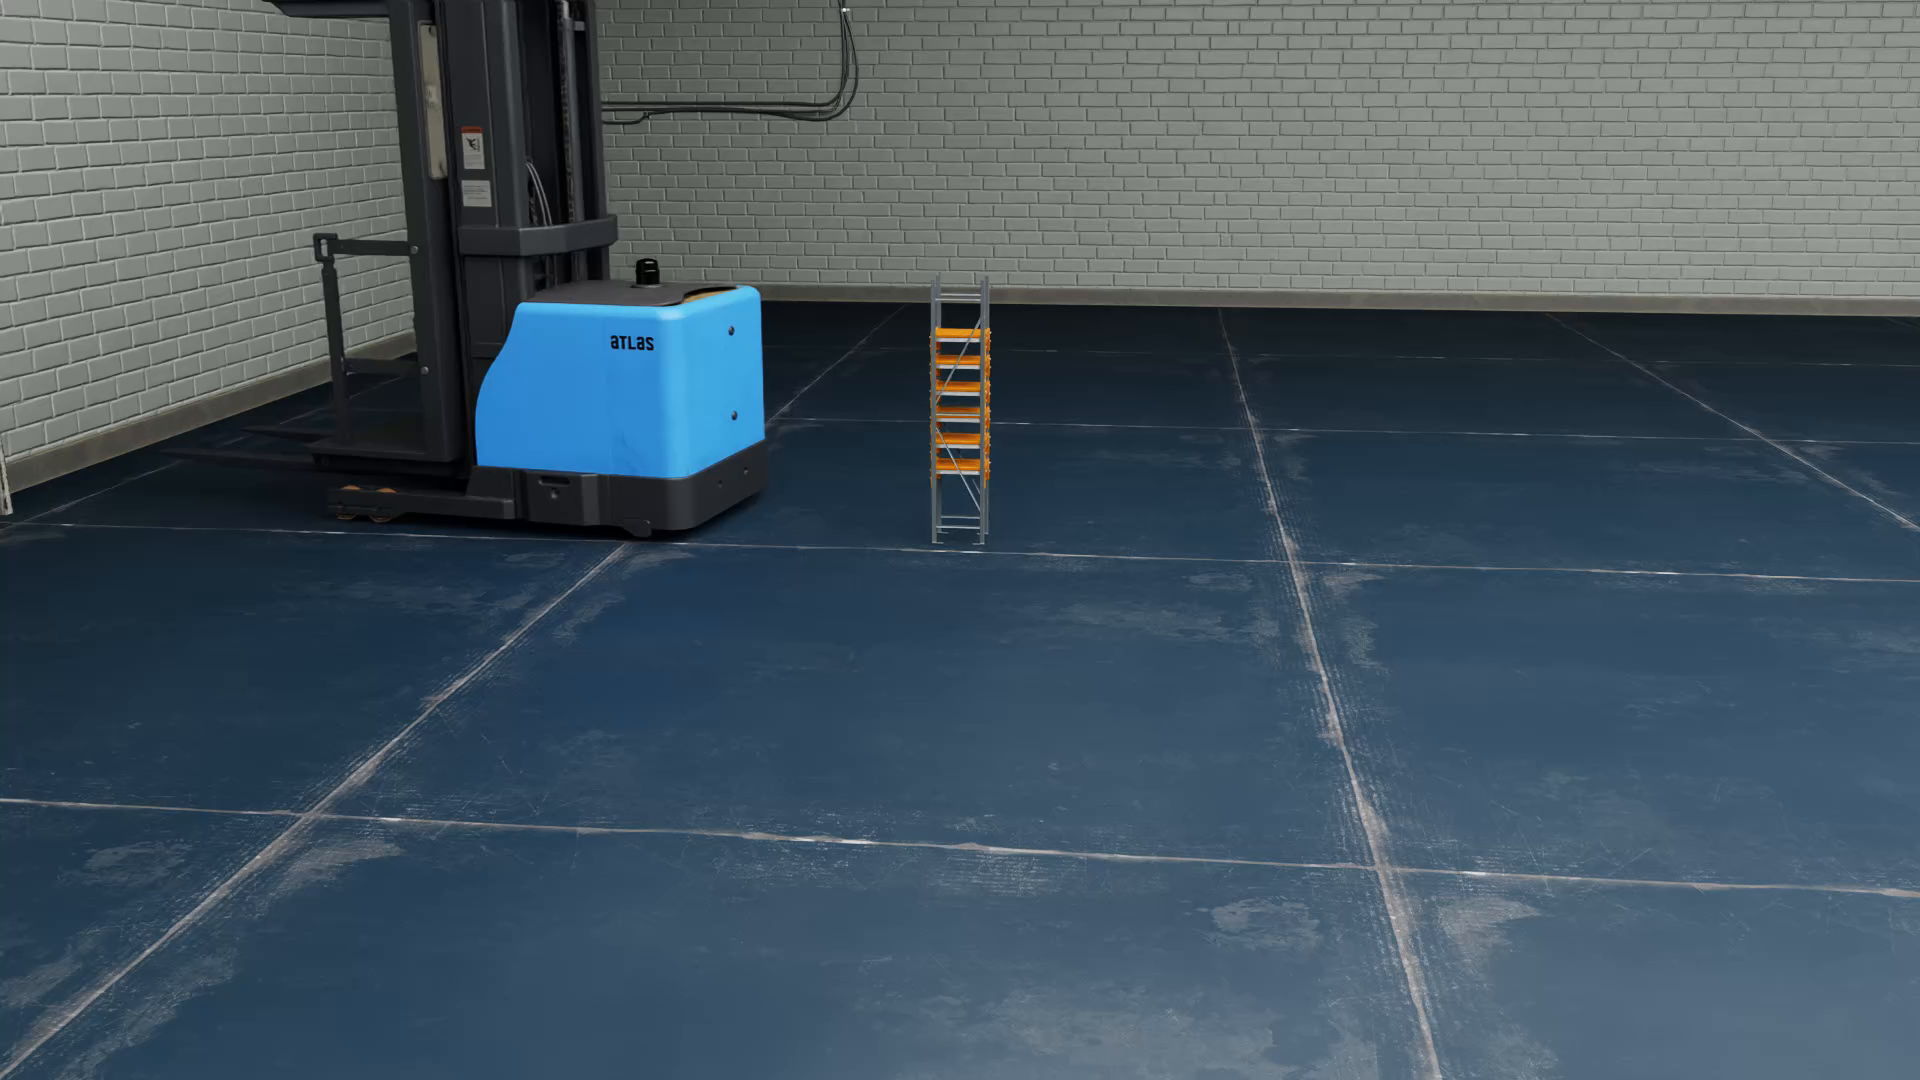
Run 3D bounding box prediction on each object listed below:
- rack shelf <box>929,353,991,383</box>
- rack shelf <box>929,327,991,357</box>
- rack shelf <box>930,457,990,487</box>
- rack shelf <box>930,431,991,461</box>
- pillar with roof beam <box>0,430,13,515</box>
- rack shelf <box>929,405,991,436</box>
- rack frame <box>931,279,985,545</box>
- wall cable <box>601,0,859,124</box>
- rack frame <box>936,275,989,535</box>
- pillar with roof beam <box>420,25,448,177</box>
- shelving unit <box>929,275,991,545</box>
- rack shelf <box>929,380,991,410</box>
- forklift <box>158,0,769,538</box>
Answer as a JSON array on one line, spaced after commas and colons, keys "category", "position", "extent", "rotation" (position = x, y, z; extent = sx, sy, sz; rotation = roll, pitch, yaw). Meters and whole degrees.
[{"category": "rack shelf", "position": [0.002, -0.772, 7.468], "extent": [0.258, 0.103, 0.180], "rotation": [2, 15, 6]}, {"category": "rack shelf", "position": [0.002, -0.888, 7.437], "extent": [0.258, 0.103, 0.180], "rotation": [2, 15, 6]}, {"category": "rack shelf", "position": [0.002, -0.308, 7.594], "extent": [0.258, 0.103, 0.180], "rotation": [2, 15, 6]}, {"category": "rack shelf", "position": [0.002, -0.424, 7.562], "extent": [0.258, 0.103, 0.180], "rotation": [2, 15, 6]}, {"category": "pillar with roof beam", "position": [-0.543, -4.307, 6.349], "extent": [9.100, 9.000, 0.400], "rotation": [2, 15, 6]}, {"category": "rack shelf", "position": [0.002, -0.540, 7.531], "extent": [0.258, 0.103, 0.180], "rotation": [2, 15, 6]}, {"category": "rack frame", "position": [-0.009, -0.559, 7.432], "extent": [0.240, 1.200, 0.006], "rotation": [2, 15, 6]}, {"category": "wall cable", "position": [-2.497, -5.216, 15.660], "extent": [3.097, 2.526, 0.112], "rotation": [2, 15, 6]}, {"category": "rack frame", "position": [0.012, -0.607, 7.607], "extent": [0.240, 1.200, 0.006], "rotation": [2, 15, 6]}, {"category": "pillar with roof beam", "position": [0.134, -5.863, 12.104], "extent": [9.100, 9.000, 0.400], "rotation": [2, 15, 6]}, {"category": "shelving unit", "position": [0.002, -0.583, 7.519], "extent": [0.258, 1.200, 0.189], "rotation": [2, 15, 6]}, {"category": "rack shelf", "position": [0.002, -0.656, 7.500], "extent": [0.258, 0.103, 0.180], "rotation": [2, 15, 6]}, {"category": "forklift", "position": [-2.542, -1.623, 8.049], "extent": [3.031, 2.935, 1.130], "rotation": [4, 16, 16]}]
